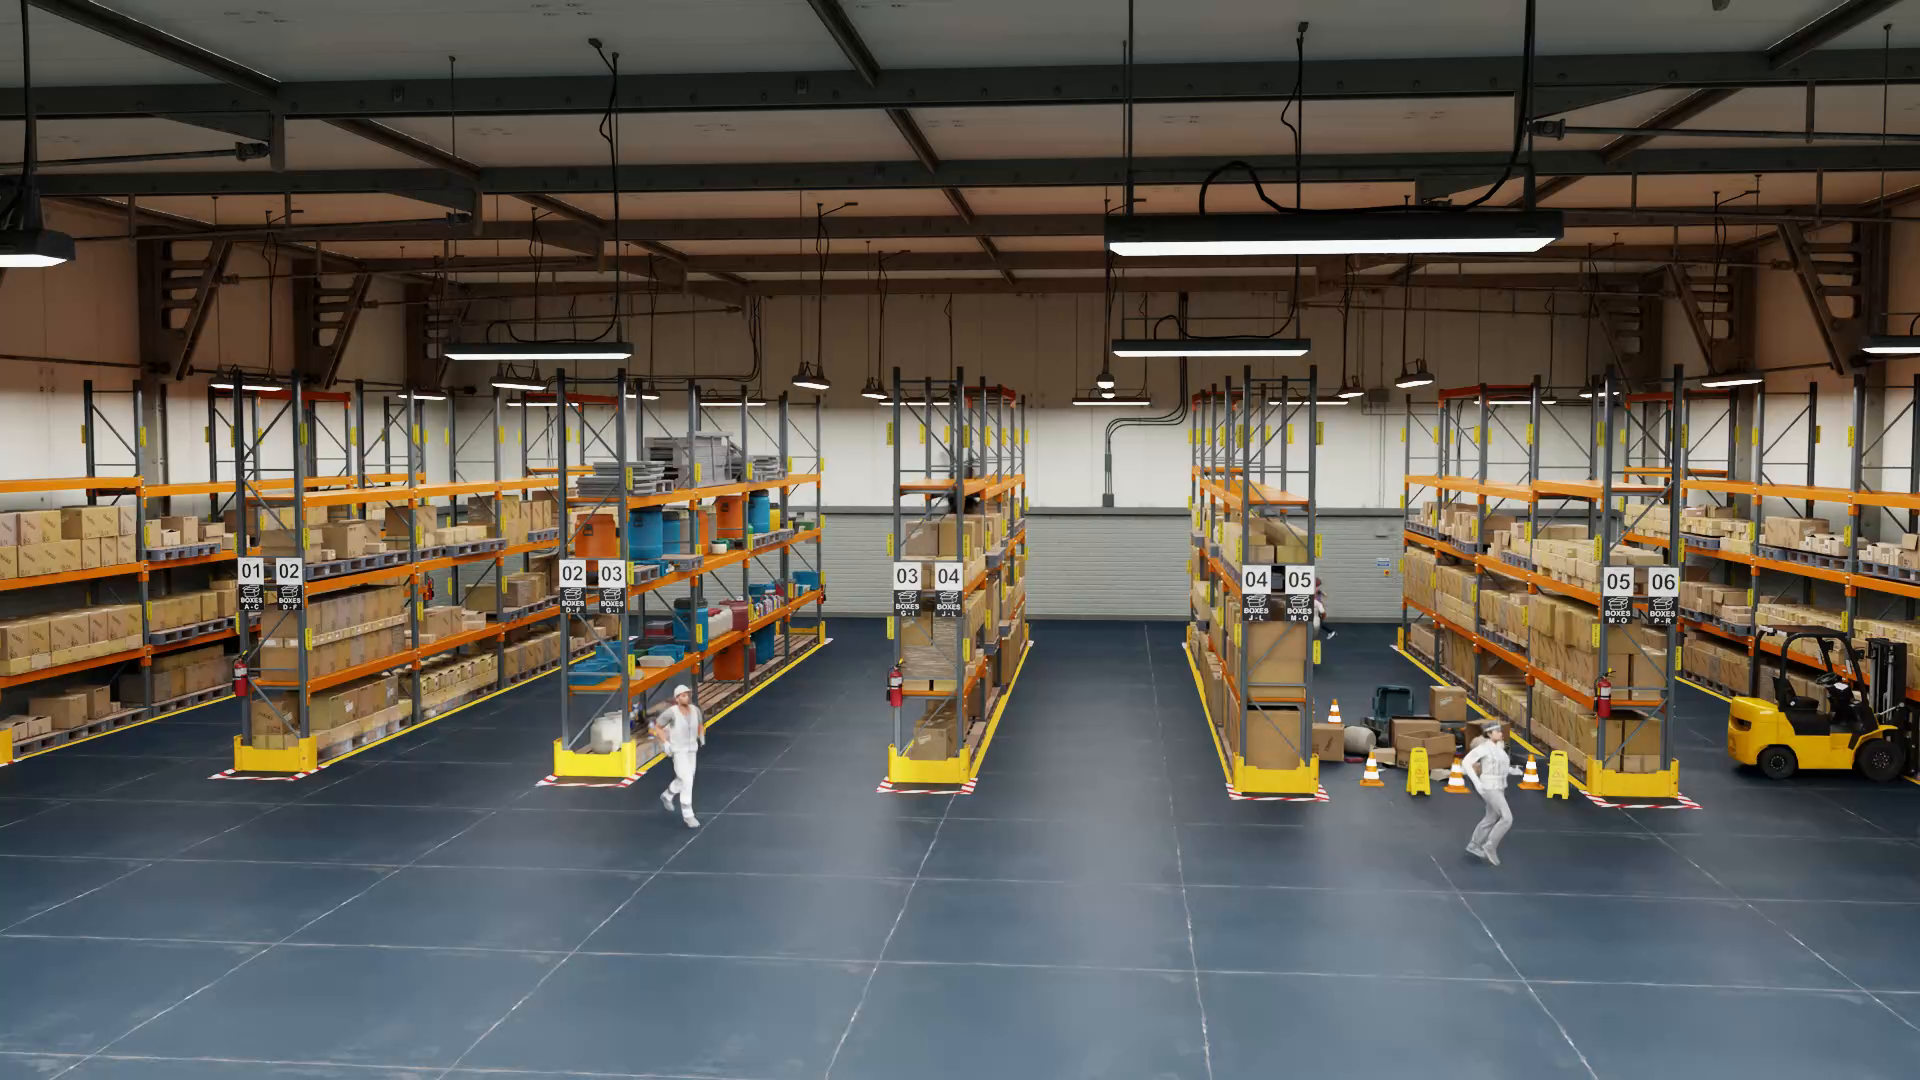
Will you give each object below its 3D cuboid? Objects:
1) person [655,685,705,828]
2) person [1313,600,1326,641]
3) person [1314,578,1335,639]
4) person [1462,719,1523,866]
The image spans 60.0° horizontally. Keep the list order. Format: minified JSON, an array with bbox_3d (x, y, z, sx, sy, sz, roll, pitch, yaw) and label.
[{"bbox_3d":[-3.621,2.765,21.584,0.863,1.810,0.651,3,5,44],"label":"person"},{"bbox_3d":[7.756,1.906,36.769,0.615,1.623,0.714,0,4,0],"label":"person"},{"bbox_3d":[8.637,1.703,40.141,0.877,1.605,0.538,0,4,-1],"label":"person"},{"bbox_3d":[6.260,2.946,19.498,0.690,1.712,0.578,3,5,43],"label":"person"}]
